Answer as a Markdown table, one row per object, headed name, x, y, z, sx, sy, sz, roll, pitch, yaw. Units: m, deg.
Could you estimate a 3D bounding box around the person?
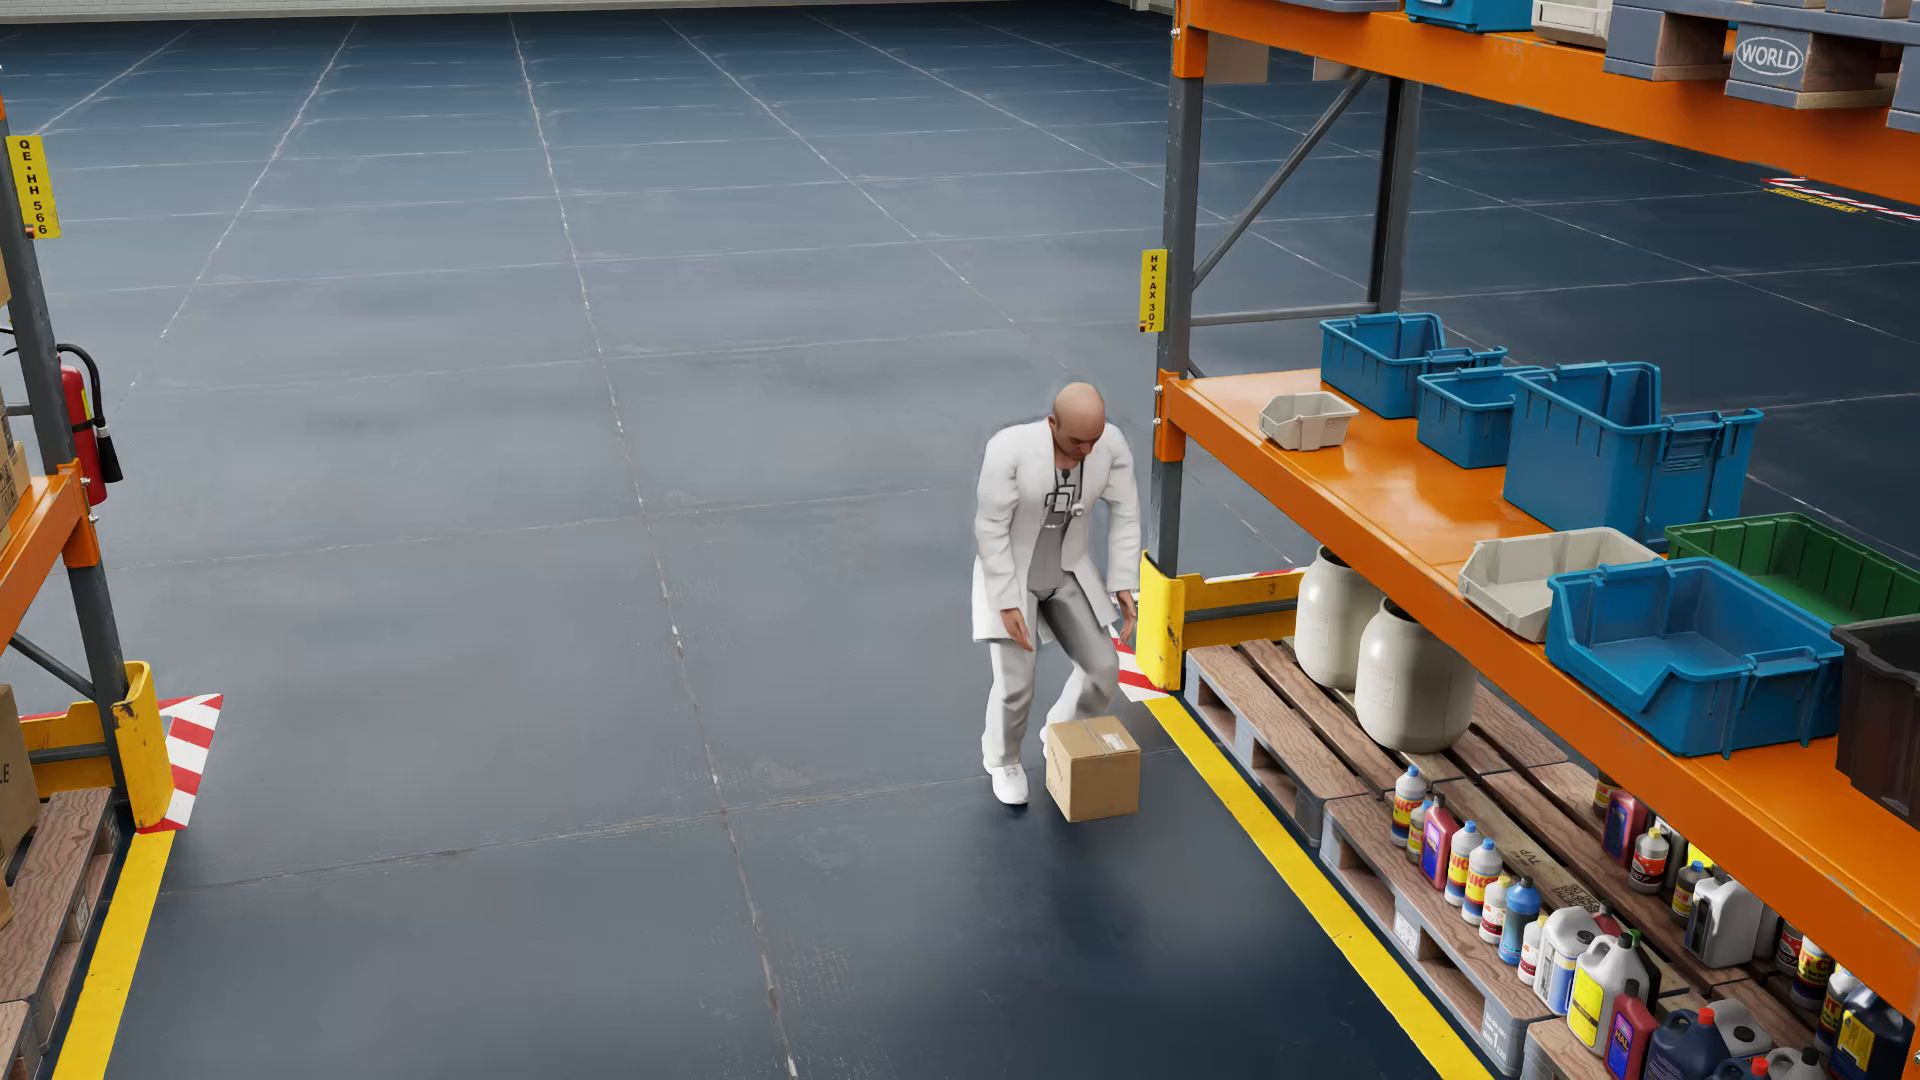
| name | x | y | z | sx | sy | sz | roll | pitch | yaw |
| --- | --- | --- | --- | --- | --- | --- | --- | --- | --- |
| person | 0.334 | 0.165 | 5.959 | 0.619 | 1.601 | 0.564 | -7 | 24 | -16 |
